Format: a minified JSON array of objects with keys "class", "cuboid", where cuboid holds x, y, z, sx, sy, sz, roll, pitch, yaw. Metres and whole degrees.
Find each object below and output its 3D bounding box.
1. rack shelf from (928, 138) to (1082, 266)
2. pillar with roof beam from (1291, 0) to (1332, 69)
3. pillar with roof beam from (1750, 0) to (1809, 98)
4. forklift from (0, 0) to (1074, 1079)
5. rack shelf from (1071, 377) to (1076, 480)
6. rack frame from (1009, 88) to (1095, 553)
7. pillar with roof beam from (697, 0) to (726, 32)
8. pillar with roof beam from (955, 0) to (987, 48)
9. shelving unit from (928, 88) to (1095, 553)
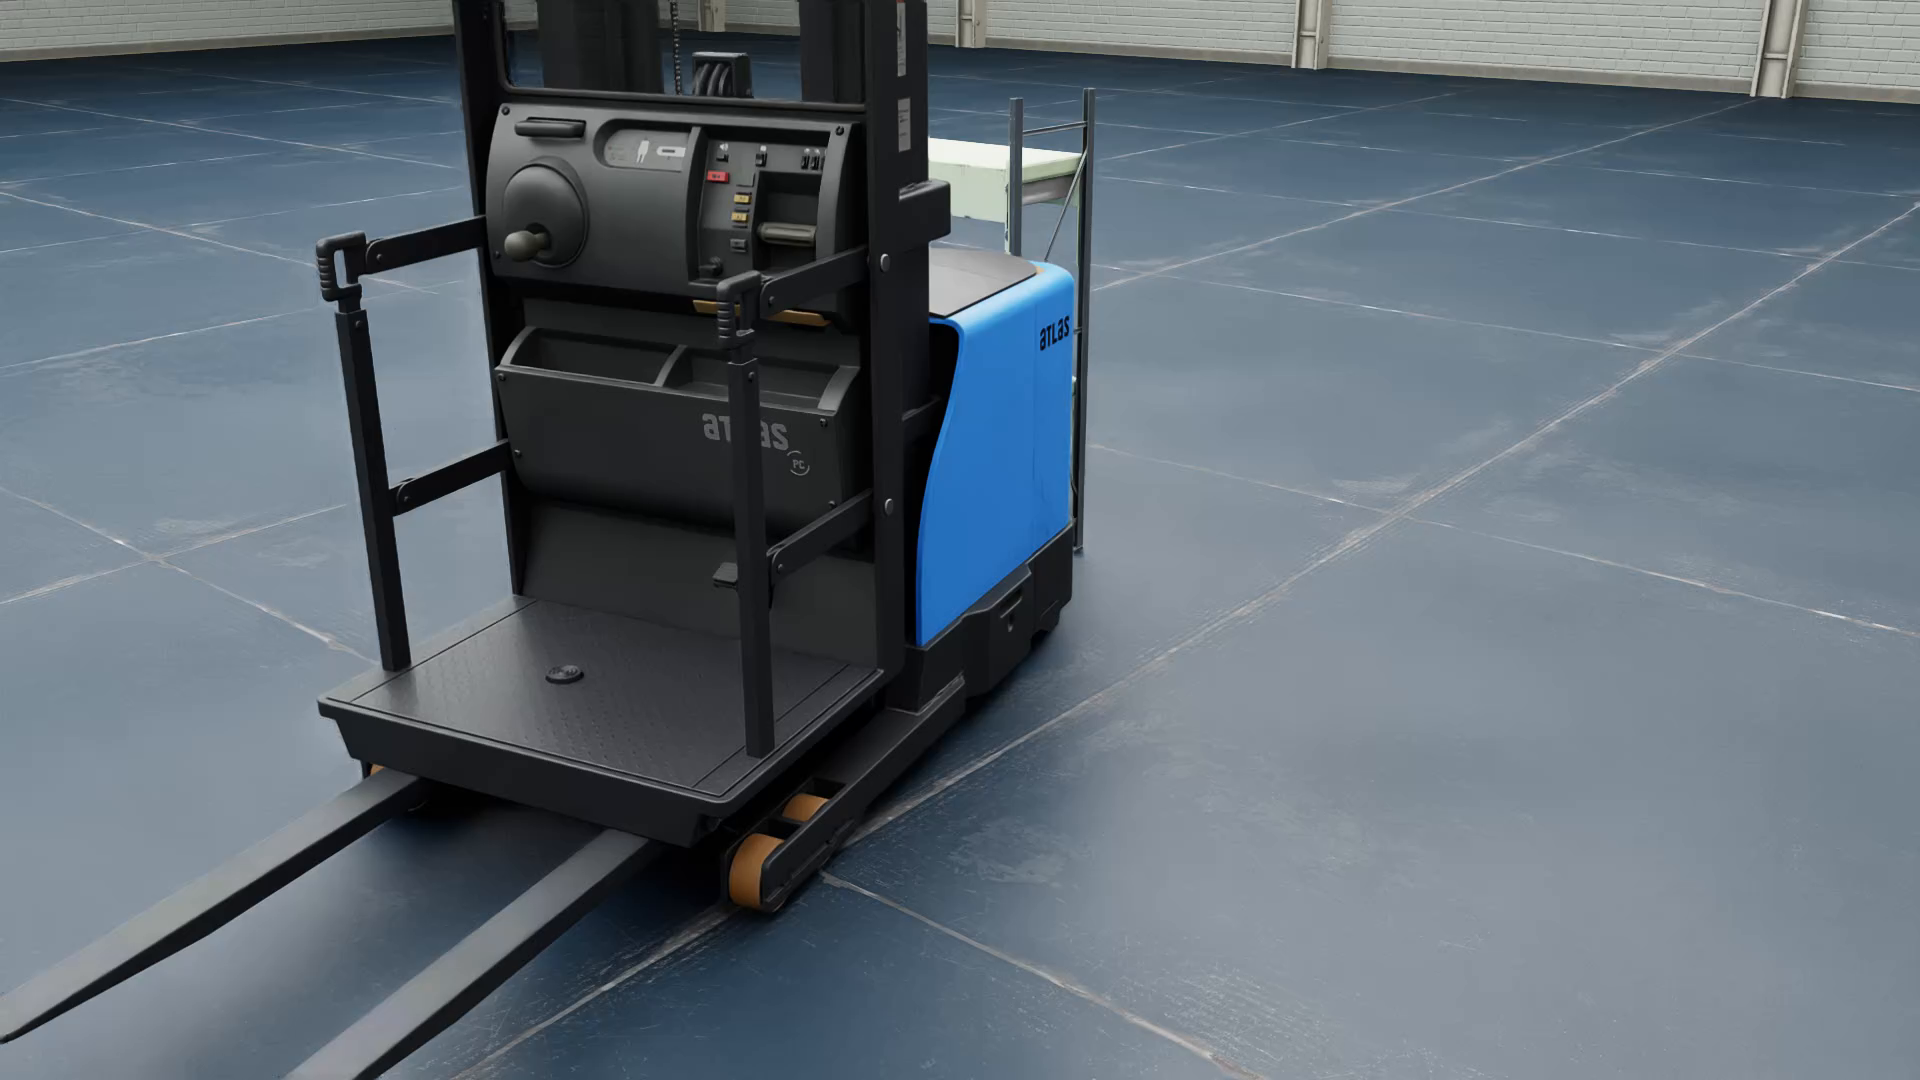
[{"class":"rack shelf","cuboid":[-0.005,-1.068,5.270,0.720,0.370,0.431,16,26,36]},{"class":"pillar with roof beam","cuboid":[2.100,-9.554,18.250,0.400,9.000,9.100,16,26,36]},{"class":"pillar with roof beam","cuboid":[6.748,-8.215,14.700,0.400,9.000,9.100,16,26,36]},{"class":"forklift","cuboid":[-0.750,-0.750,3.503,1.130,2.935,3.031,9,23,24]},{"class":"rack shelf","cuboid":[-0.005,-0.398,5.523,0.720,0.370,0.431,16,26,36]},{"class":"rack frame","cuboid":[0.278,-0.622,5.191,0.023,1.500,0.400,16,26,36]},{"class":"pillar with roof beam","cuboid":[-7.197,-12.231,25.350,0.400,9.000,9.100,16,26,36]},{"class":"pillar with roof beam","cuboid":[-2.549,-10.893,21.800,0.400,9.000,9.100,16,26,36]},{"class":"shelving unit","cuboid":[-0.005,-0.703,5.407,0.755,1.500,0.431,16,26,36]}]
